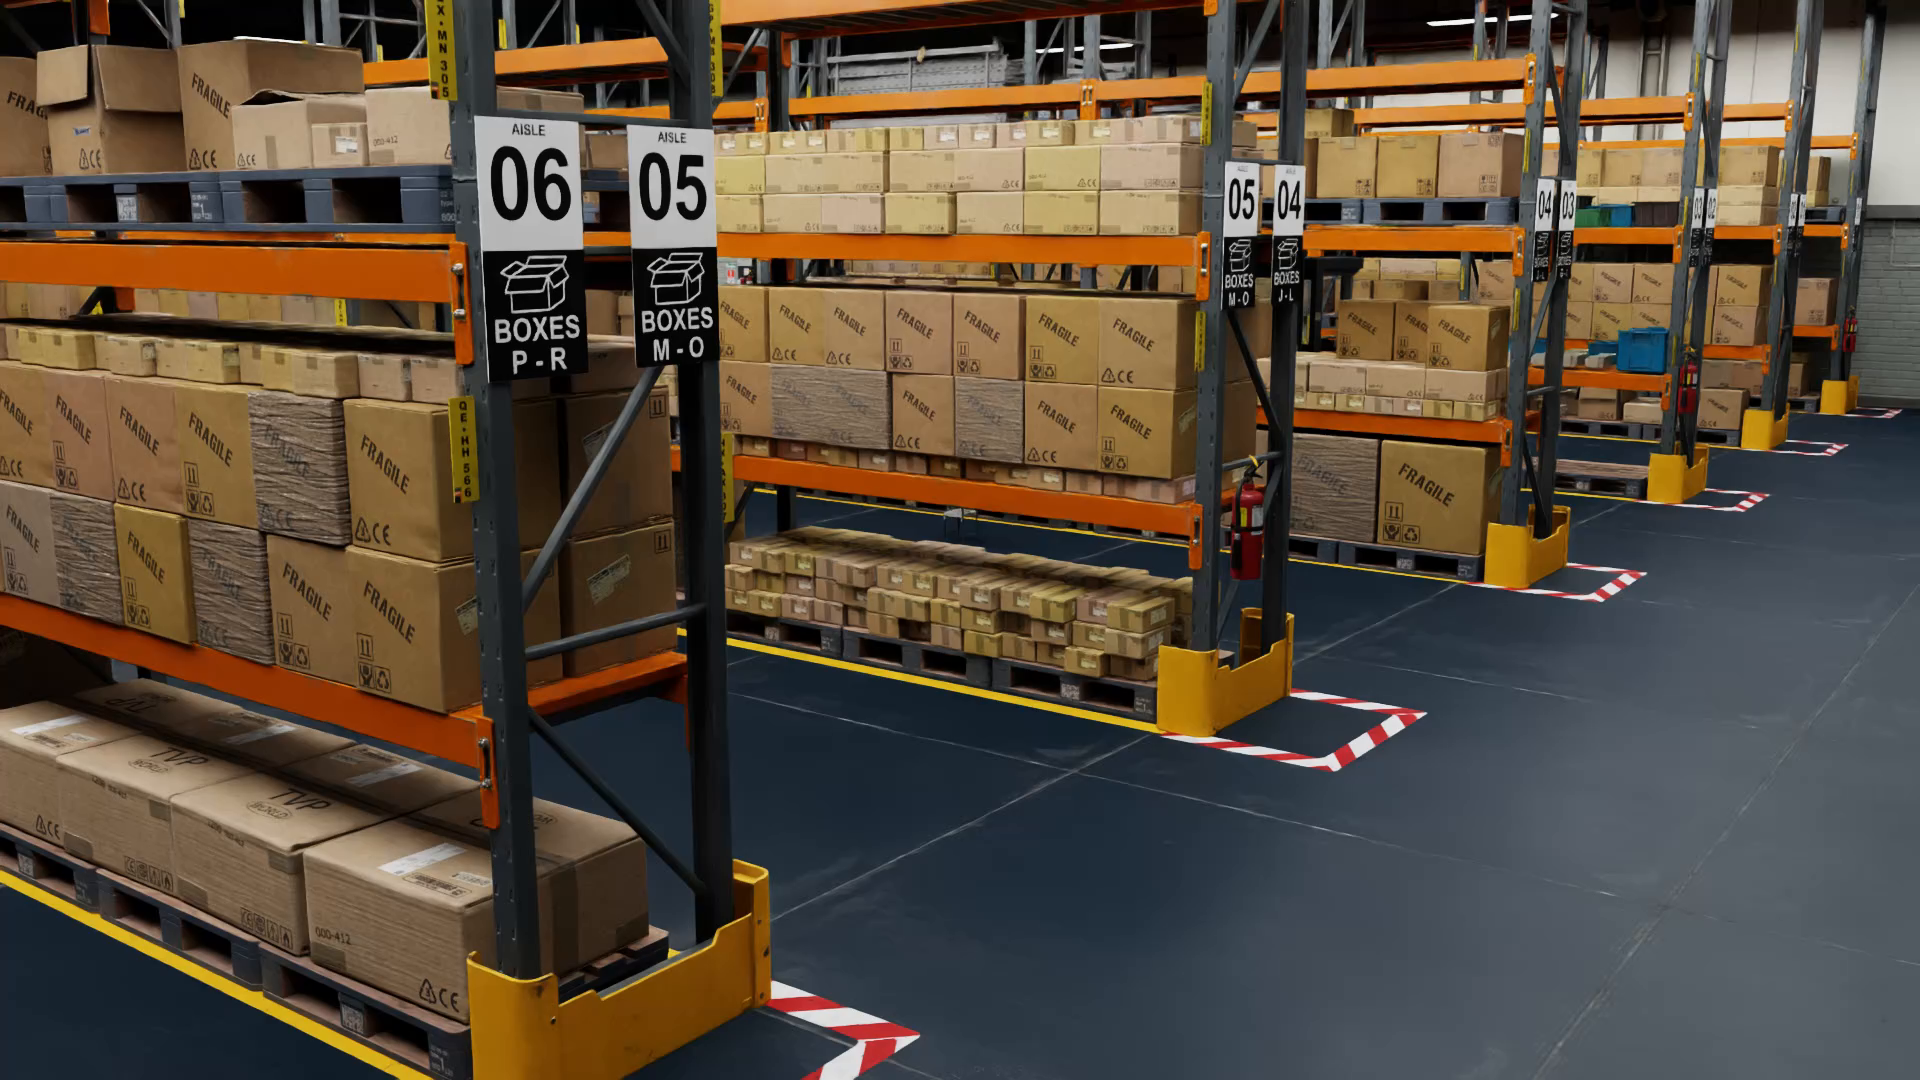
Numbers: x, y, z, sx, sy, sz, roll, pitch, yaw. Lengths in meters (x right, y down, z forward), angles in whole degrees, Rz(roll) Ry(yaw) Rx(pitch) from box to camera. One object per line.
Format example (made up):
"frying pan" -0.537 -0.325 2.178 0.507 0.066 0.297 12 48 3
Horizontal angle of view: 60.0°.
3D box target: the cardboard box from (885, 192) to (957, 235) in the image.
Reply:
"cardboard box" -0.113 -2.025 10.316 0.500 0.250 0.500 9 14 38

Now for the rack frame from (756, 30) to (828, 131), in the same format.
"rack frame" -1.773 -5.037 17.595 0.127 3.000 1.000 8 13 36

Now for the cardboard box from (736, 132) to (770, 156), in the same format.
"cardboard box" -1.276 -2.629 11.072 0.250 0.149 0.380 7 13 33

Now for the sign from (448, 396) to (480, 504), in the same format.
"sign" -1.524 -0.278 5.119 0.005 0.325 0.100 8 13 36

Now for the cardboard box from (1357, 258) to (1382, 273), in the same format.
"cardboard box" 7.259 -4.846 29.328 0.500 0.250 0.500 8 14 37

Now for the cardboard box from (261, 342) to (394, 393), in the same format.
"cardboard box" -2.254 -0.619 5.948 0.250 0.149 0.380 8 14 37

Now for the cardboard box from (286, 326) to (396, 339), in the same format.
"cardboard box" -2.538 -0.797 6.867 0.250 0.149 0.380 8 13 34

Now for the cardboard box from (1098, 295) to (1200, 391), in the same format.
"cardboard box" 1.141 -1.144 9.585 0.500 0.500 0.500 8 13 34

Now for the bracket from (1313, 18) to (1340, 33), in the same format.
"bracket" 6.611 -9.257 29.930 0.430 0.232 0.235 8 13 36

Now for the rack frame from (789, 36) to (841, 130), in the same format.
"rack frame" -2.066 -6.245 23.839 0.127 3.000 1.000 8 13 36

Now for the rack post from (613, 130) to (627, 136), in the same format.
"rack post" -4.756 -6.345 25.671 0.954 0.300 0.937 10 15 42

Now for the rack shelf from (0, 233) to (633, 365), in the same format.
"rack shelf" -2.803 -1.019 6.619 4.000 0.370 1.077 8 13 36

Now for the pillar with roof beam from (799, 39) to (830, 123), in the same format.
"pillar with roof beam" -5.734 -8.281 34.361 0.548 9.000 9.100 8 13 36

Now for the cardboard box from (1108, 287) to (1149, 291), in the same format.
"cardboard box" 2.731 -3.843 26.954 0.500 0.500 0.500 7 13 33

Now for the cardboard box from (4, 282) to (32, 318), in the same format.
"cardboard box" -9.590 -2.628 17.699 0.500 0.550 0.875 8 13 36

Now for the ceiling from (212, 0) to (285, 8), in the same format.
"ceiling" -18.387 -15.199 46.430 6.000 0.001 6.000 8 13 36

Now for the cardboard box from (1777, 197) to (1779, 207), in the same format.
"cardboard box" 12.303 -5.222 25.472 0.500 0.250 0.500 7 13 33

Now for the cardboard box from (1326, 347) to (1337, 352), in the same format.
"cardboard box" 5.861 -2.775 25.147 0.500 0.250 0.500 8 13 34

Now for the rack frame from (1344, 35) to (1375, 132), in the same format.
"rack frame" 7.022 -7.312 29.354 0.127 3.000 1.000 8 13 36

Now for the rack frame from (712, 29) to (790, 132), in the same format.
"rack frame" -1.567 -3.839 11.404 0.127 3.000 1.000 8 13 36

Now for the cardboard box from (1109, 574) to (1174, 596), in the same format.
"cardboard box" 1.143 0.334 10.462 0.250 0.149 0.380 8 14 37

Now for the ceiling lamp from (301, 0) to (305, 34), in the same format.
"ceiling lamp" -15.009 -12.286 39.695 0.800 3.185 2.000 8 13 36

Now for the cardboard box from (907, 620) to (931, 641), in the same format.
"cardboard box" -0.137 0.547 10.925 0.250 0.149 0.380 8 14 37

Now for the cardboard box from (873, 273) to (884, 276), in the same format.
"cardboard box" -1.333 -4.682 29.582 0.250 0.149 0.380 7 13 34

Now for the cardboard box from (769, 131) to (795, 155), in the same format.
"cardboard box" -1.040 -2.609 10.971 0.250 0.149 0.380 8 13 35

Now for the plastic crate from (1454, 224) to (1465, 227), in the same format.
"plastic crate" 5.633 -3.659 19.062 0.466 0.136 0.293 8 13 36

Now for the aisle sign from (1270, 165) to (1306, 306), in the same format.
"aisle sign" 1.894 -1.758 9.597 0.004 0.787 0.394 8 13 36

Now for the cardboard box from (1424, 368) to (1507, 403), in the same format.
"cardboard box" 4.127 -1.278 13.573 0.500 0.250 0.500 8 13 35

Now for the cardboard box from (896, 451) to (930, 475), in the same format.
"cardboard box" -0.198 -0.525 10.728 0.250 0.149 0.380 9 14 38

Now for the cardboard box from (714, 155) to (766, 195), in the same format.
"cardboard box" -1.321 -2.448 11.186 0.500 0.250 0.500 9 14 37

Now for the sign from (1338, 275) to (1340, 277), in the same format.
"sign" 6.709 -4.812 29.386 0.005 0.325 0.100 8 13 36

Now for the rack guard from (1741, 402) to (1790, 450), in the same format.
"rack guard" 10.480 -1.490 21.634 0.348 0.500 1.175 8 13 36

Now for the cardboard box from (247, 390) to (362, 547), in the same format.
"cardboard box" -2.159 -0.287 5.941 0.500 0.500 0.500 8 14 36

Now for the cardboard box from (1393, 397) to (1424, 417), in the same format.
"cardboard box" 3.780 -1.116 13.783 0.250 0.149 0.380 8 14 36

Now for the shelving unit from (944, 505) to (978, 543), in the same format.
"shelving unit" 0.007 -0.441 15.160 0.210 0.900 0.258 8 13 36

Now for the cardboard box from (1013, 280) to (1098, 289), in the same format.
"cardboard box" 0.931 -2.254 16.100 0.637 0.503 0.797 8 13 34

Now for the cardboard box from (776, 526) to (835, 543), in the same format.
"cardboard box" -1.126 0.008 12.147 0.250 0.149 0.380 8 14 37

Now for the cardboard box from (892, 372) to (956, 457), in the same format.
"cardboard box" -0.079 -0.822 10.557 0.500 0.500 0.500 9 14 38

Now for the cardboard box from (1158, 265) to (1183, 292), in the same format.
"cardboard box" 4.188 -5.019 31.874 0.500 0.500 0.700 8 14 36

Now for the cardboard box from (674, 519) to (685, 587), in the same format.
"cardboard box" -2.312 0.082 12.402 0.500 0.500 0.500 8 13 34

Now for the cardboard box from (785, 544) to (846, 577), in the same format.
"cardboard box" -0.992 0.139 11.469 0.250 0.149 0.380 8 13 35

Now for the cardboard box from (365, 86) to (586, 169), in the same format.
"cardboard box" -1.607 -1.366 5.543 0.500 0.250 0.500 7 13 30

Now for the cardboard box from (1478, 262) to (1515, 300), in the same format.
"cardboard box" 7.531 -3.602 23.076 0.500 0.500 0.500 8 14 37

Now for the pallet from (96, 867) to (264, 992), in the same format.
"pallet" -2.861 1.479 7.050 1.213 0.211 1.003 8 13 36

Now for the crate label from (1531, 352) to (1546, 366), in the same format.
"crate label" 6.378 -1.977 18.107 0.243 0.136 0.396 8 13 36

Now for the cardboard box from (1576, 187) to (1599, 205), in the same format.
"cardboard box" 8.362 -4.596 22.291 0.500 0.250 0.500 8 13 36

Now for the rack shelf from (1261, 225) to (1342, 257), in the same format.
"rack shelf" 2.770 -3.745 20.705 4.000 0.370 1.077 8 13 36

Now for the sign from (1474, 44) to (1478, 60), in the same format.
"sign" 6.993 -6.554 22.561 0.005 0.325 0.100 8 13 36

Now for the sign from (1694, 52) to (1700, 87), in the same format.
"sign" 7.294 -4.651 16.451 0.005 0.325 0.100 8 13 36

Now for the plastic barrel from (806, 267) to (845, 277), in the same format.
"plastic barrel" -1.934 -3.456 23.897 0.708 0.901 0.600 8 13 36

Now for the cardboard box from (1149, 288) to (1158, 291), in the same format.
"cardboard box" 3.547 -4.838 32.703 0.500 0.250 0.500 8 14 36

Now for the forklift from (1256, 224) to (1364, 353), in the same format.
"forklift" 3.540 -1.967 17.699 3.031 2.935 1.130 -8 14 -37

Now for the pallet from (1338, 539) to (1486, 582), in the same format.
"pallet" 3.984 0.099 14.183 1.213 0.211 1.003 8 13 36

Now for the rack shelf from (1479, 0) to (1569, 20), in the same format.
"rack shelf" 8.929 -7.157 21.697 4.000 0.370 1.077 8 13 36

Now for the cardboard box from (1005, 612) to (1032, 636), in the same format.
"cardboard box" 0.487 0.483 10.471 0.250 0.149 0.380 8 13 35

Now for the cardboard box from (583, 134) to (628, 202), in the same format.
"cardboard box" -2.734 -2.817 12.641 0.637 0.503 0.797 8 13 35
